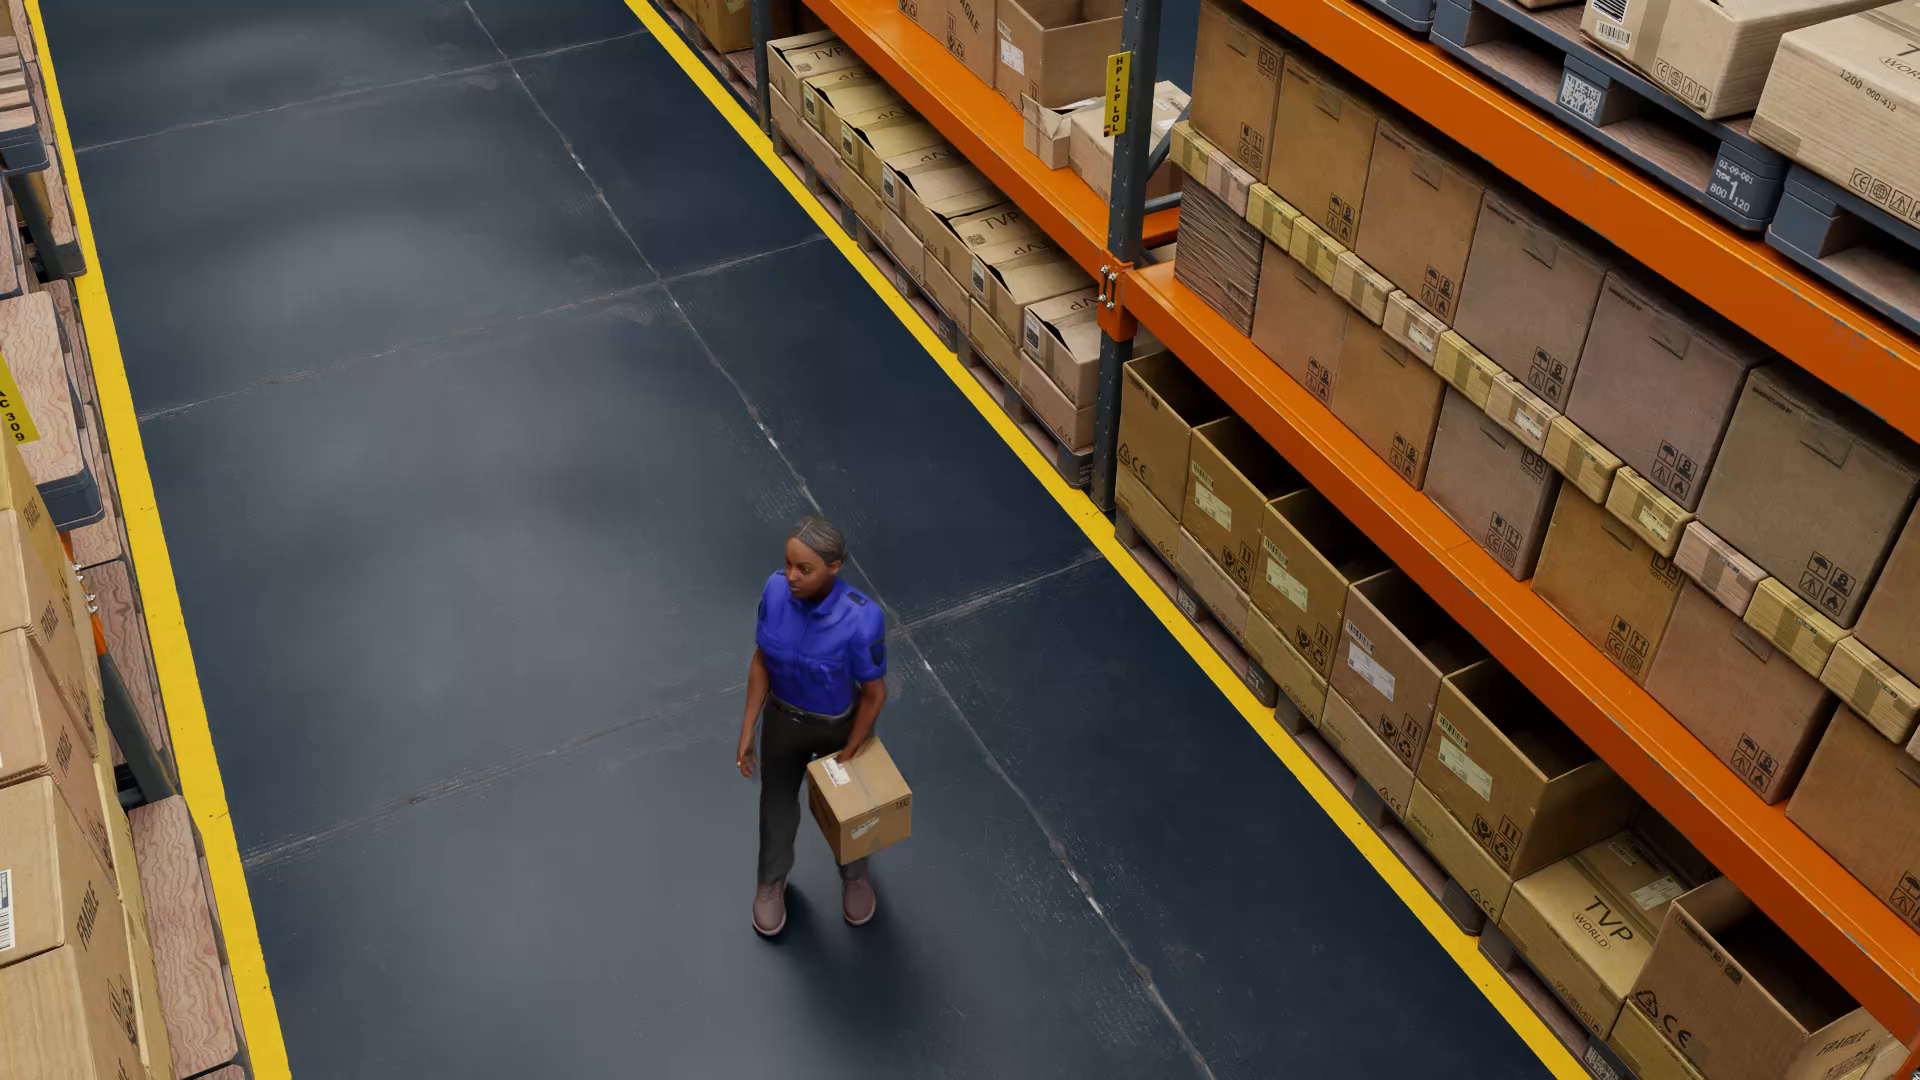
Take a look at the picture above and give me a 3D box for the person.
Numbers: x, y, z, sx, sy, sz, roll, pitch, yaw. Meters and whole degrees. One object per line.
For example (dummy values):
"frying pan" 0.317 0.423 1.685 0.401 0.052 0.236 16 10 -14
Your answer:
"person" -0.477 0.654 5.411 0.489 1.657 0.498 15 44 16
